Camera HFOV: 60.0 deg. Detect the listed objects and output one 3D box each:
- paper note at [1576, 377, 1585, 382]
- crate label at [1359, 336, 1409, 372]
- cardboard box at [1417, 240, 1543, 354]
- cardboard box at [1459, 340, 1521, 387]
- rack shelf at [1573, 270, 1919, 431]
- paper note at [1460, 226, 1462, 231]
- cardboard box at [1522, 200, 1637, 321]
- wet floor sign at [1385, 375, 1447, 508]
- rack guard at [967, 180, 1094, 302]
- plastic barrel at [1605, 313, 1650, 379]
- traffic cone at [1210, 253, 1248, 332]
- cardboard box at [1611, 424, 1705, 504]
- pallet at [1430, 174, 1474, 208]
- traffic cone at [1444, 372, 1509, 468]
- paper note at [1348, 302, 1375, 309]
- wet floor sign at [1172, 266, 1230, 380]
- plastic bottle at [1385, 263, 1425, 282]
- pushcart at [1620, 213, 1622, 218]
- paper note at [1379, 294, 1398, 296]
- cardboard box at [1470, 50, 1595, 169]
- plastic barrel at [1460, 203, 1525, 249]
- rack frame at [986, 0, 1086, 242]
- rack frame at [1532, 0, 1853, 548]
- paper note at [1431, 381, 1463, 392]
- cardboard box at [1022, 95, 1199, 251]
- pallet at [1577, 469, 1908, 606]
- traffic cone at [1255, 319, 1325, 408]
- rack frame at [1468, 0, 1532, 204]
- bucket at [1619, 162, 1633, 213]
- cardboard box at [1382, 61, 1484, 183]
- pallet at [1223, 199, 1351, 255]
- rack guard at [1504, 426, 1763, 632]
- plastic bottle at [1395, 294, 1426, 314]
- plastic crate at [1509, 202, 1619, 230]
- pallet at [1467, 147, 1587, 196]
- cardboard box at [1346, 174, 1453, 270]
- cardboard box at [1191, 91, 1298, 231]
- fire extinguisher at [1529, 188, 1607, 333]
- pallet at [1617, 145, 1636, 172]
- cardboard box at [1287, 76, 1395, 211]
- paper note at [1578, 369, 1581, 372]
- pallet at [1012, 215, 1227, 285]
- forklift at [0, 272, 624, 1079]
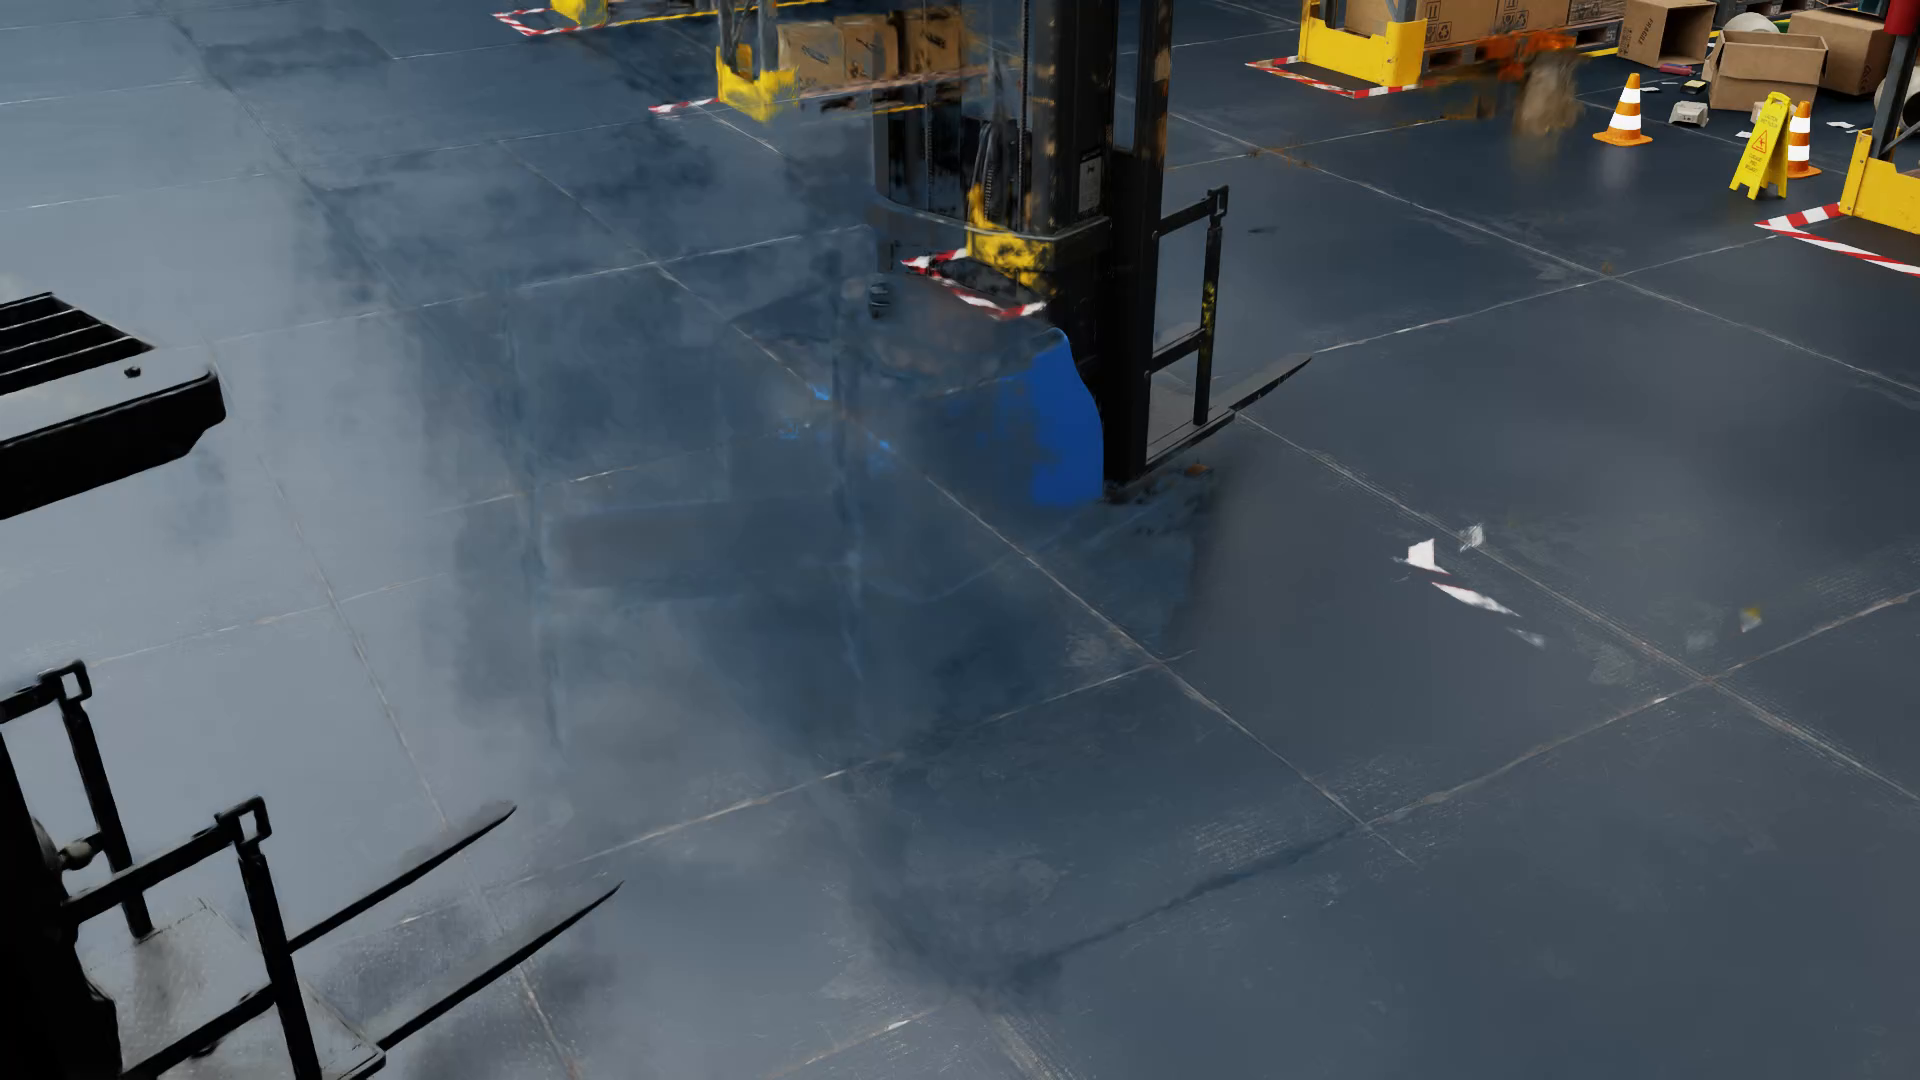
[{"bbox_3d":[6.528,-2.988,12.155,0.123,0.001,0.032,-16,33,-26],"label":"paper note"},{"bbox_3d":[5.421,-3.168,12.349,0.250,0.136,0.298,15,32,26],"label":"crate label"},{"bbox_3d":[6.145,-3.573,12.703,0.797,0.503,0.637,10,30,17],"label":"cardboard box"},{"bbox_3d":[6.019,-3.095,12.205,0.250,0.149,0.380,0,29,0],"label":"cardboard box"},{"bbox_3d":[7.638,-3.356,10.471,4.000,0.370,1.077,-16,33,-26],"label":"rack shelf"},{"bbox_3d":[6.646,-4.356,14.612,0.147,0.020,0.142,10,30,17],"label":"paper note"},{"bbox_3d":[6.947,-3.865,13.092,0.503,0.637,0.797,-16,33,-26],"label":"cardboard box"},{"bbox_3d":[5.207,-2.550,10.702,0.232,0.644,0.267,-5,29,-9],"label":"wet floor sign"},{"bbox_3d":[3.298,-4.118,13.695,0.348,0.500,1.175,-16,33,-26],"label":"rack guard"},{"bbox_3d":[6.927,-3.190,12.092,0.421,0.421,0.512,5,29,8],"label":"plastic barrel"},{"bbox_3d":[4.496,-3.646,12.878,0.334,0.463,0.336,-16,33,-26],"label":"traffic cone"},{"bbox_3d":[6.495,-2.477,10.545,0.500,0.250,0.500,-16,33,-27],"label":"cardboard box"},{"bbox_3d":[6.072,-4.823,15.272,1.213,0.211,1.003,-16,33,-26],"label":"pallet"},{"bbox_3d":[5.631,-2.713,11.188,0.334,0.463,0.336,-16,33,-26],"label":"traffic cone"},{"bbox_3d":[5.495,-3.584,13.215,0.142,0.017,0.144,-5,29,-9],"label":"paper note"},{"bbox_3d":[4.297,-3.356,12.163,0.232,0.644,0.267,-22,36,-35],"label":"wet floor sign"},{"bbox_3d":[5.936,-3.878,13.713,0.283,0.061,0.133,22,36,34],"label":"plastic bottle"},{"bbox_3d":[8.164,-3.950,13.517,1.648,0.377,0.936,22,36,34],"label":"pushcart"},{"bbox_3d":[5.726,-3.686,13.418,0.123,0.001,0.032,0,29,0],"label":"paper note"},{"bbox_3d":[7.257,-5.586,15.661,0.750,0.750,1.050,-16,33,-27],"label":"cardboard box"},{"bbox_3d":[6.566,-4.153,13.837,0.421,0.421,0.512,5,29,8],"label":"plastic barrel"},{"bbox_3d":[3.318,-5.219,13.102,0.127,3.000,1.000,-16,33,-26],"label":"rack frame"},{"bbox_3d":[5.913,-3.181,9.410,0.127,3.000,1.000,-16,33,-26],"label":"rack frame"},{"bbox_3d":[5.720,-2.942,12.049,0.148,0.019,0.142,22,36,34],"label":"paper note"},{"bbox_3d":[3.870,-4.666,13.864,0.875,0.875,0.875,-16,33,-26],"label":"cardboard box"},{"bbox_3d":[6.697,-2.163,10.451,1.213,0.211,1.003,-16,33,-26],"label":"pallet"},{"bbox_3d":[4.775,-3.092,11.875,0.334,0.463,0.336,-16,33,-26],"label":"traffic cone"},{"bbox_3d":[6.767,-6.198,14.876,0.127,3.000,1.000,-16,33,-26],"label":"rack frame"},{"bbox_3d":[7.818,-4.436,13.499,0.620,0.611,0.726,4,28,-14],"label":"bucket"},{"bbox_3d":[6.189,-5.327,15.062,0.875,0.875,0.875,-15,32,-26],"label":"cardboard box"},{"bbox_3d":[5.019,-4.523,14.727,1.213,0.211,1.003,-16,33,-26],"label":"pallet"},{"bbox_3d":[5.979,-2.106,10.048,0.348,0.500,1.175,-16,33,-26],"label":"rack guard"},{"bbox_3d":[5.843,-3.606,13.220,0.133,0.061,0.283,22,36,34],"label":"plastic bottle"},{"bbox_3d":[7.281,-4.404,14.476,0.662,0.188,0.450,0,19,0],"label":"plastic crate"},{"bbox_3d":[7.394,-5.197,15.949,1.213,0.211,1.003,-16,33,-26],"label":"pallet"},{"bbox_3d":[5.949,-4.297,14.016,0.500,0.500,0.500,-10,30,-18],"label":"cardboard box"},{"bbox_3d":[4.627,-4.882,14.256,0.875,0.875,0.875,-16,33,-27],"label":"cardboard box"},{"bbox_3d":[5.581,-3.311,9.726,0.183,0.674,0.296,-16,33,-26],"label":"fire extinguisher"},{"bbox_3d":[8.447,-5.498,16.494,1.213,0.211,1.003,-16,33,-26],"label":"pallet"},{"bbox_3d":[5.414,-5.104,14.659,0.875,0.875,0.875,-16,33,-26],"label":"cardboard box"},{"bbox_3d":[6.528,-3.082,12.316,0.142,0.019,0.148,-5,29,-9],"label":"paper note"},{"bbox_3d":[3.968,-4.226,14.189,1.213,0.211,1.003,-16,33,-26],"label":"pallet"},{"bbox_3d":[0.449,-1.503,6.441,1.130,2.935,3.031,22,36,34],"label":"forklift"}]
